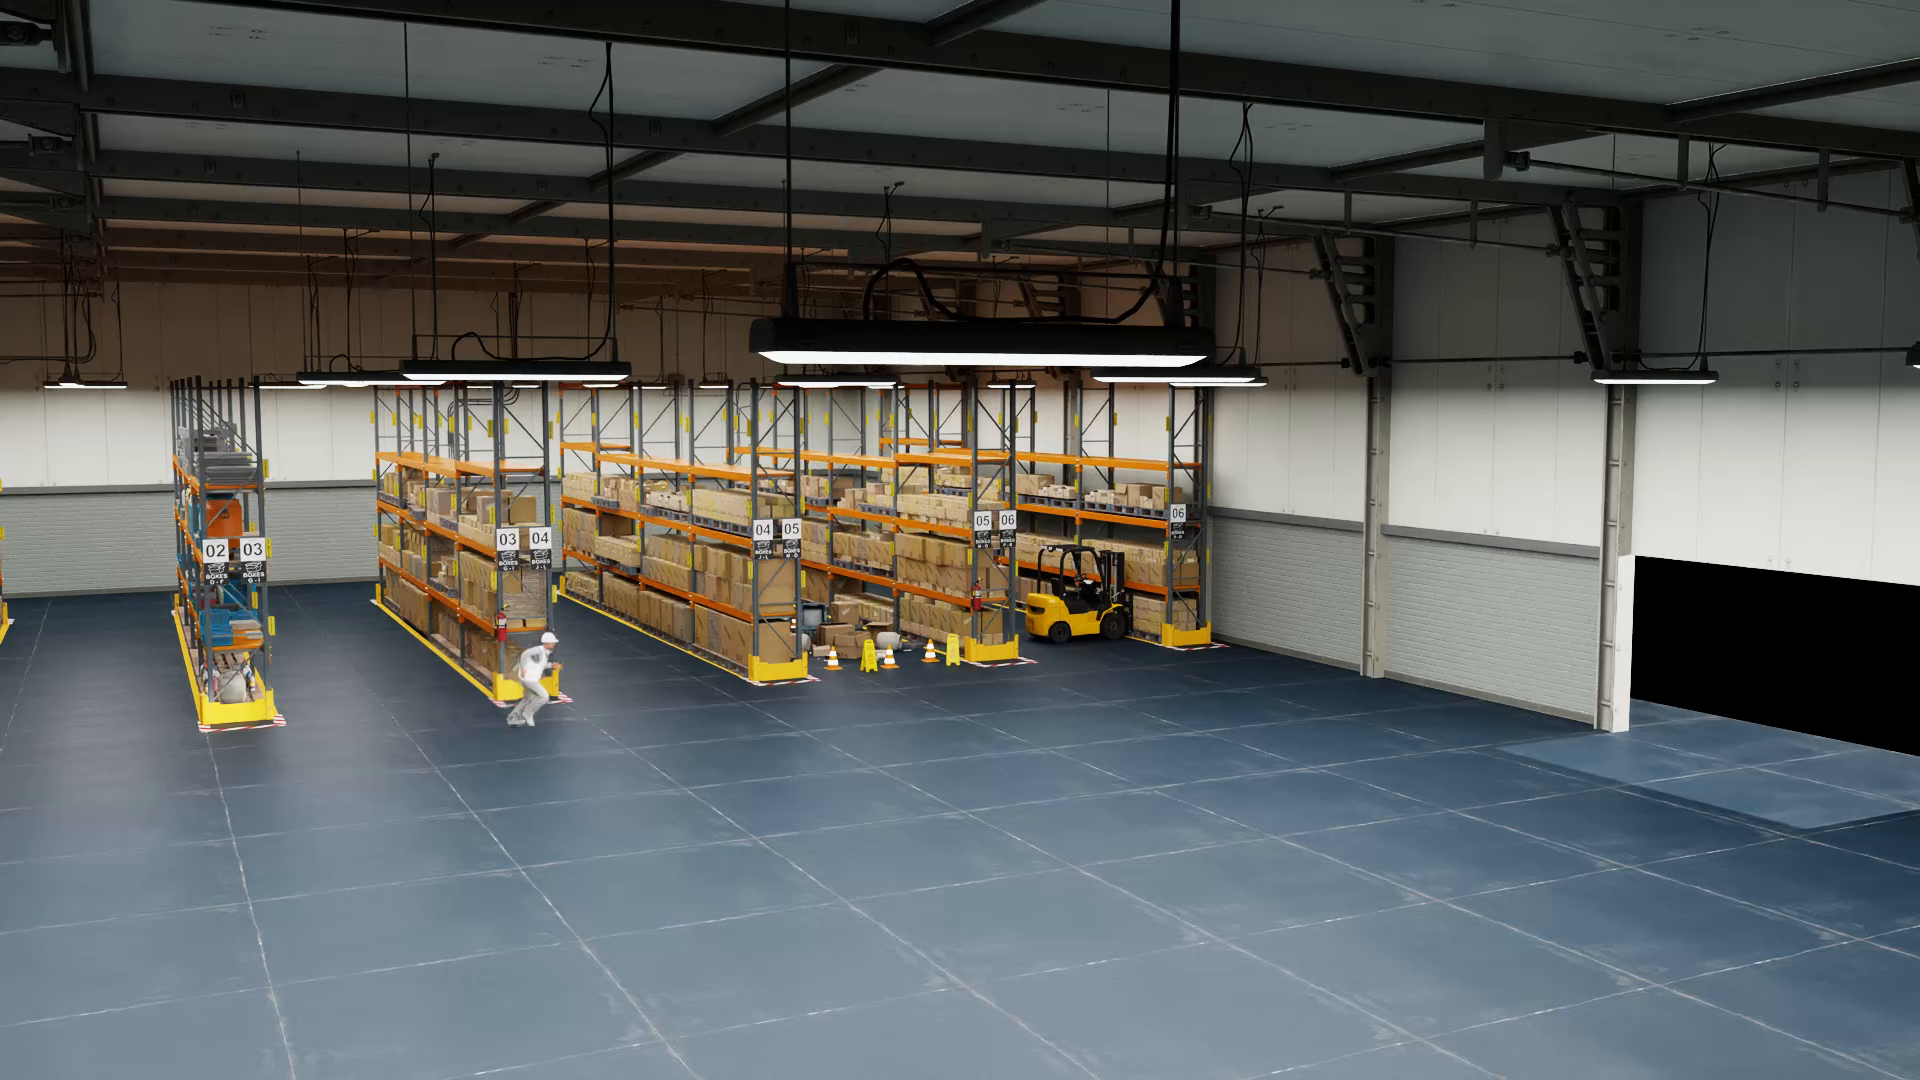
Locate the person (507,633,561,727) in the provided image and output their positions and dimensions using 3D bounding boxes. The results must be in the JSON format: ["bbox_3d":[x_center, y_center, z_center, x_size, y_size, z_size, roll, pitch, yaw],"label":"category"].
[{"bbox_3d":[-7.284,2.391,28.352,0.944,1.624,0.696,0,5,2],"label":"person"}]
